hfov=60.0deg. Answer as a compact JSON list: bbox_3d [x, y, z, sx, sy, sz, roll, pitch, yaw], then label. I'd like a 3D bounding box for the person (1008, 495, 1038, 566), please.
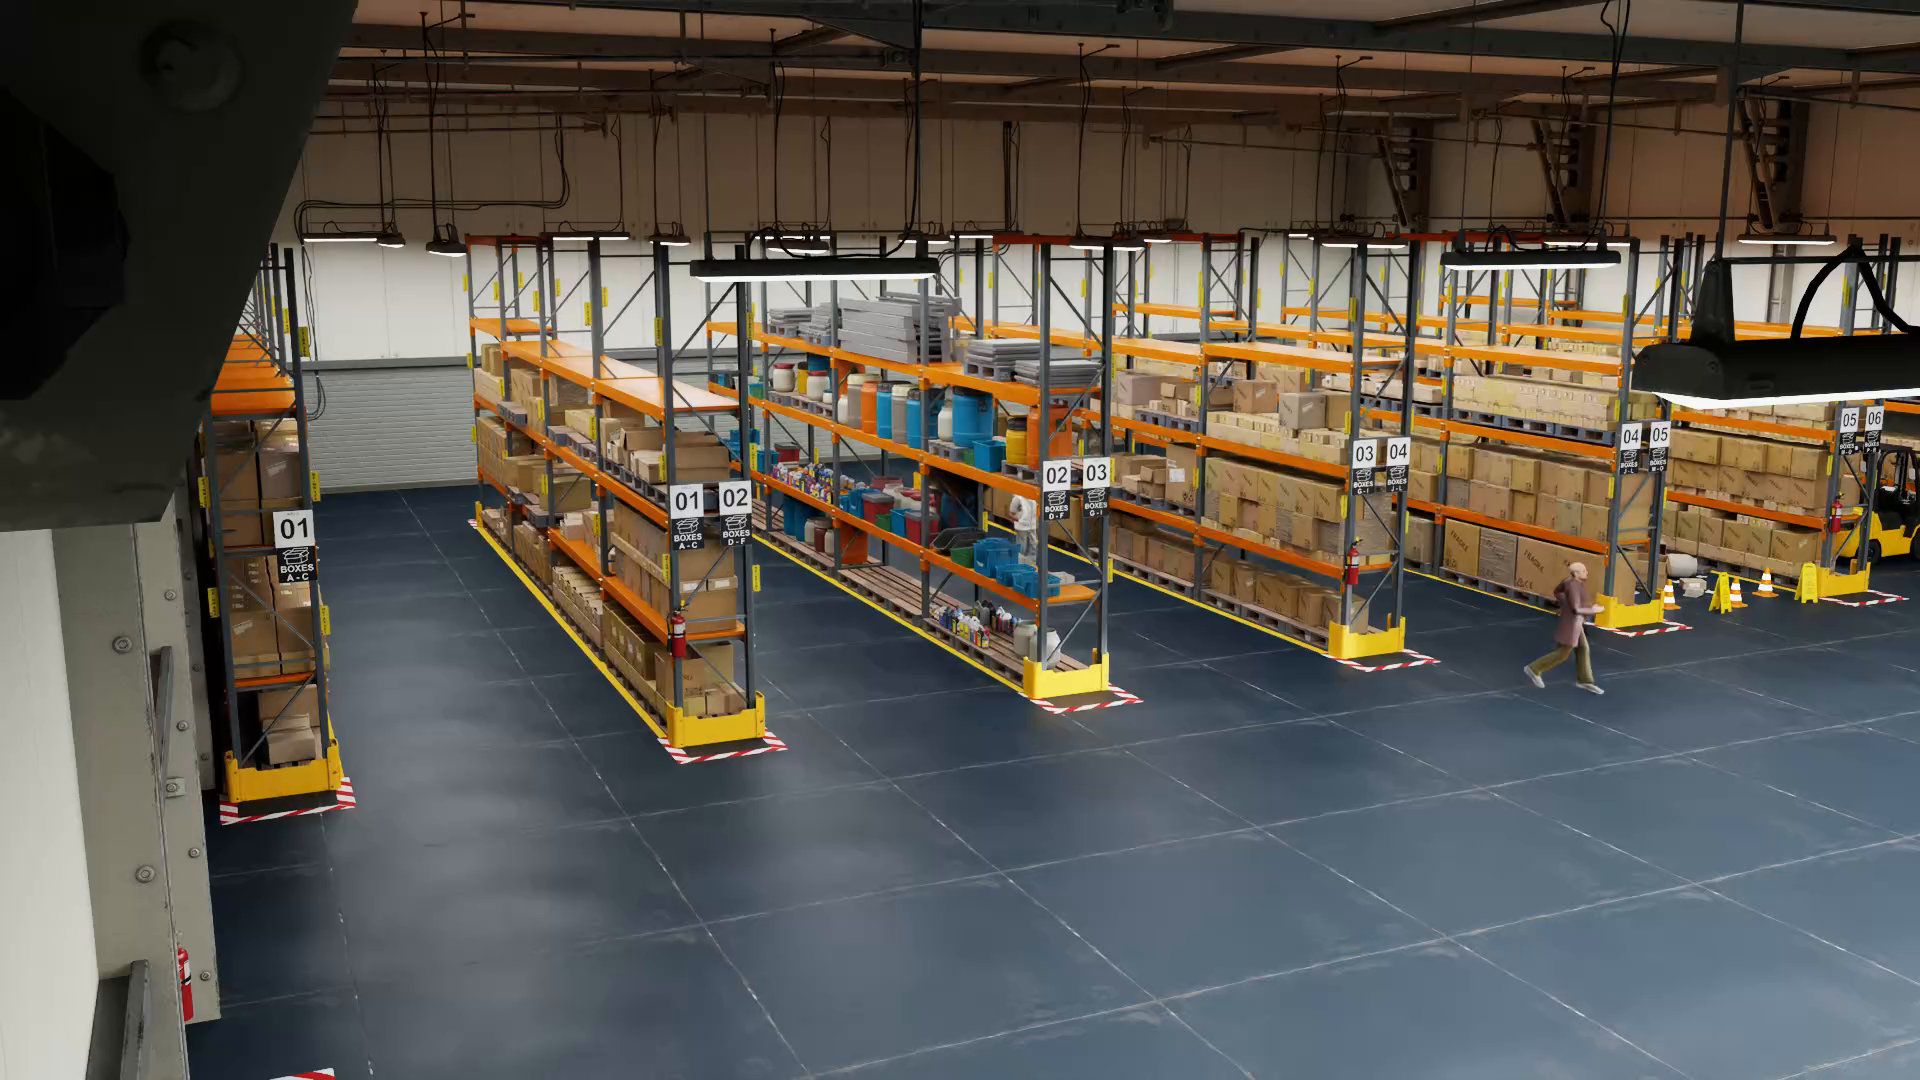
[{"bbox_3d":[1.148,-0.190,29.466,0.679,1.774,0.951,-8,13,-34],"label":"person"}]

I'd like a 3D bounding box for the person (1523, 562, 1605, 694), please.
[{"bbox_3d":[8.168,1.178,22.379,1.060,1.800,0.719,3,11,17],"label":"person"}]

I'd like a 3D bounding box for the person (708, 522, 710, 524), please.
[{"bbox_3d":[-4.830,-0.331,30.243,0.663,1.746,0.594,-7,13,-31],"label":"person"}]
